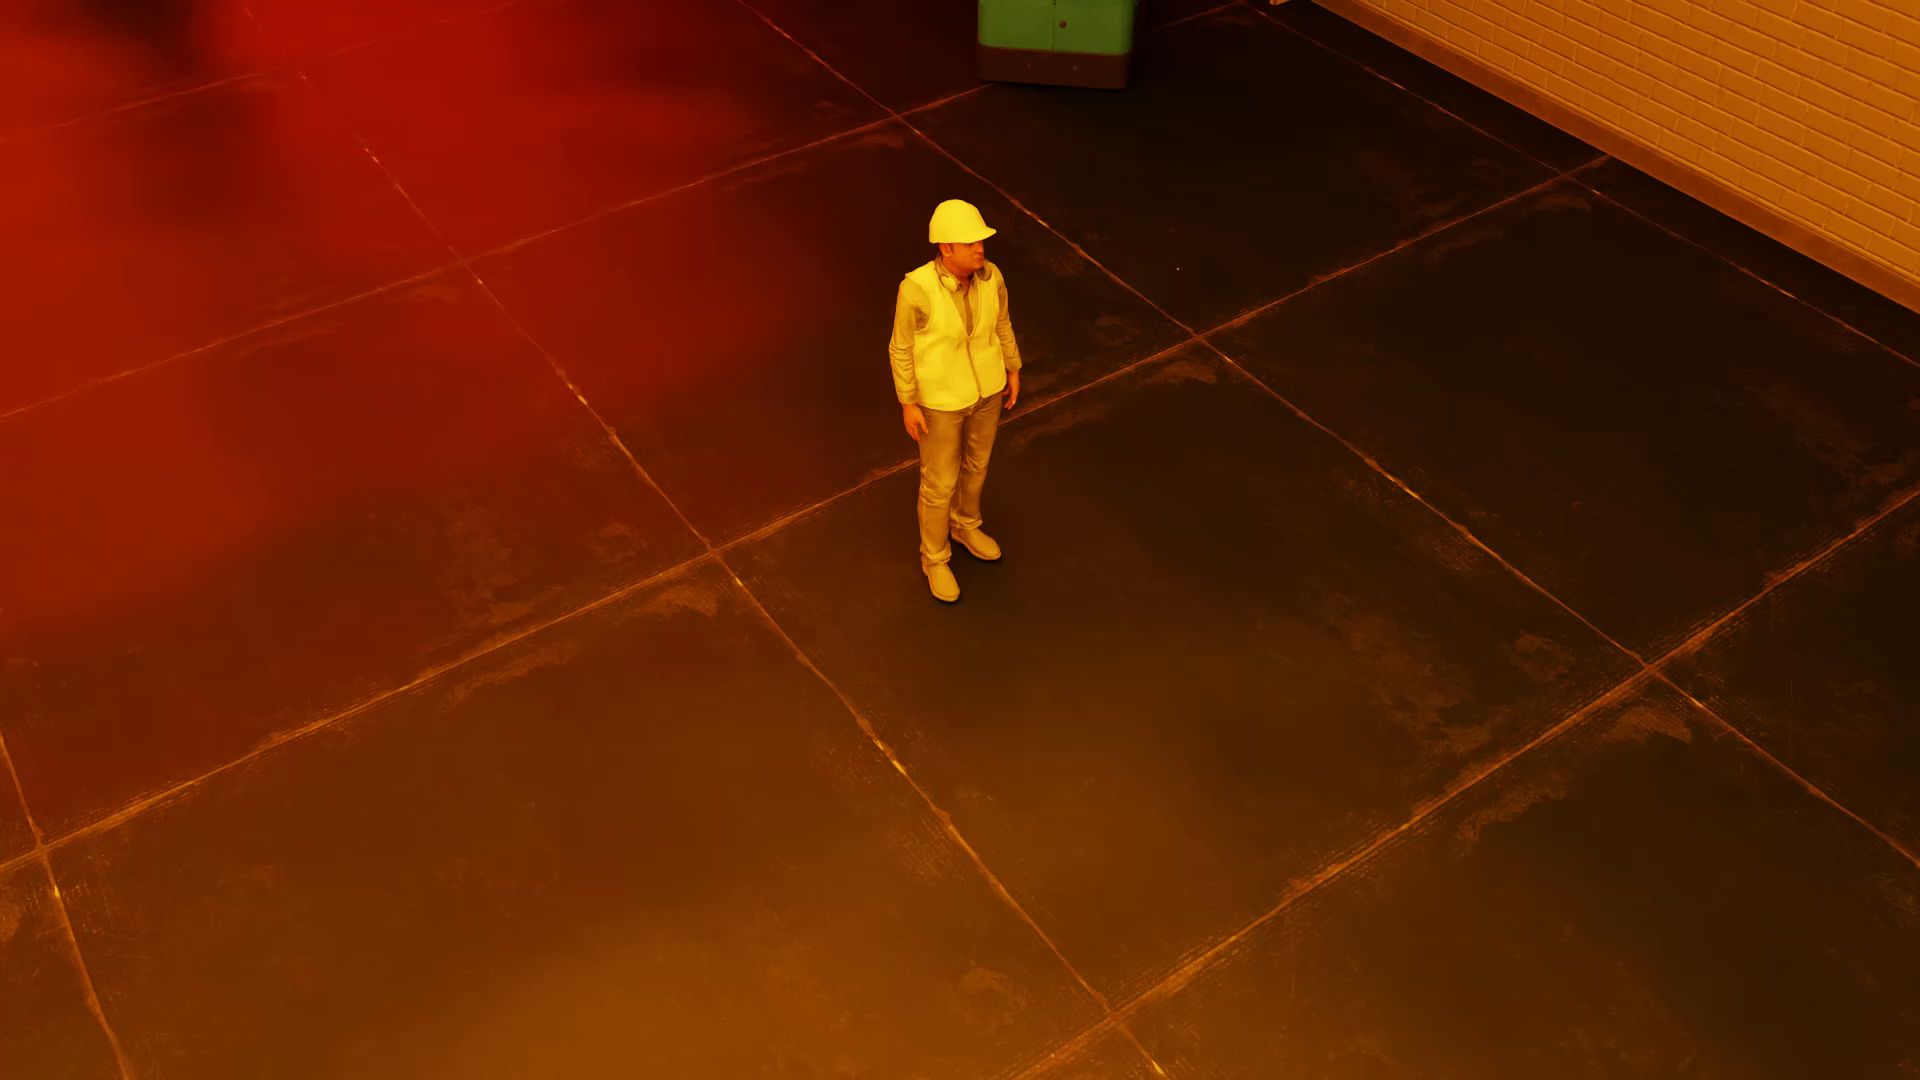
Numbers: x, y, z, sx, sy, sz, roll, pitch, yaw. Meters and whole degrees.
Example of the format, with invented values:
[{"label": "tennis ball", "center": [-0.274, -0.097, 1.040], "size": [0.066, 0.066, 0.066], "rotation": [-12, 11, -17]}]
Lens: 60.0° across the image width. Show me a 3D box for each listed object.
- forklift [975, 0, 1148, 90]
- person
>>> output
[{"label": "forklift", "center": [0.830, -5.063, 11.210], "size": [1.130, 2.935, 3.031], "rotation": [6, 43, 6]}, {"label": "person", "center": [0.028, -0.620, 7.231], "size": [0.632, 1.773, 0.568], "rotation": [-25, 48, -25]}]
